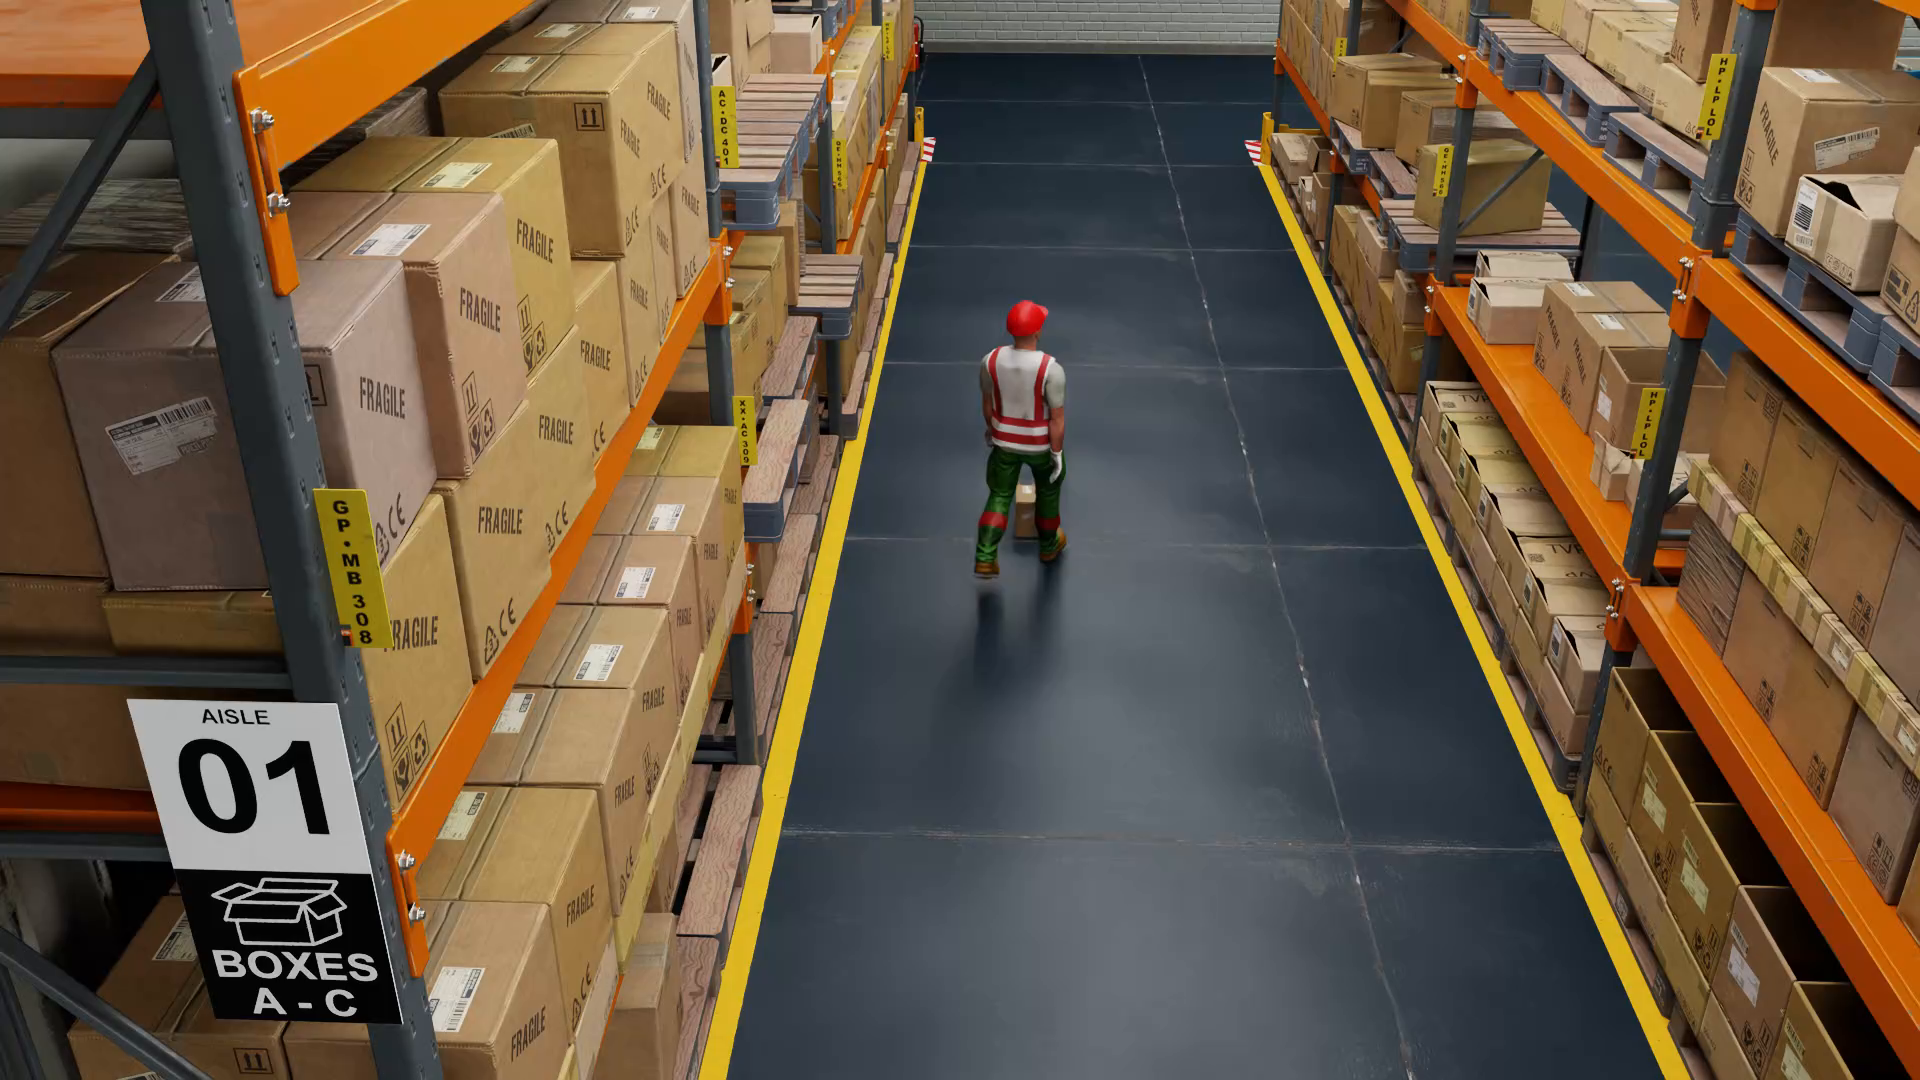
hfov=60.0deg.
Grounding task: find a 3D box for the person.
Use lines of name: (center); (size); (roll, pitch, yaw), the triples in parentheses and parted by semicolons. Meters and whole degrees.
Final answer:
person: (0.381, -0.594, 9.716); (0.546, 1.763, 0.889); (9, 29, 16)
